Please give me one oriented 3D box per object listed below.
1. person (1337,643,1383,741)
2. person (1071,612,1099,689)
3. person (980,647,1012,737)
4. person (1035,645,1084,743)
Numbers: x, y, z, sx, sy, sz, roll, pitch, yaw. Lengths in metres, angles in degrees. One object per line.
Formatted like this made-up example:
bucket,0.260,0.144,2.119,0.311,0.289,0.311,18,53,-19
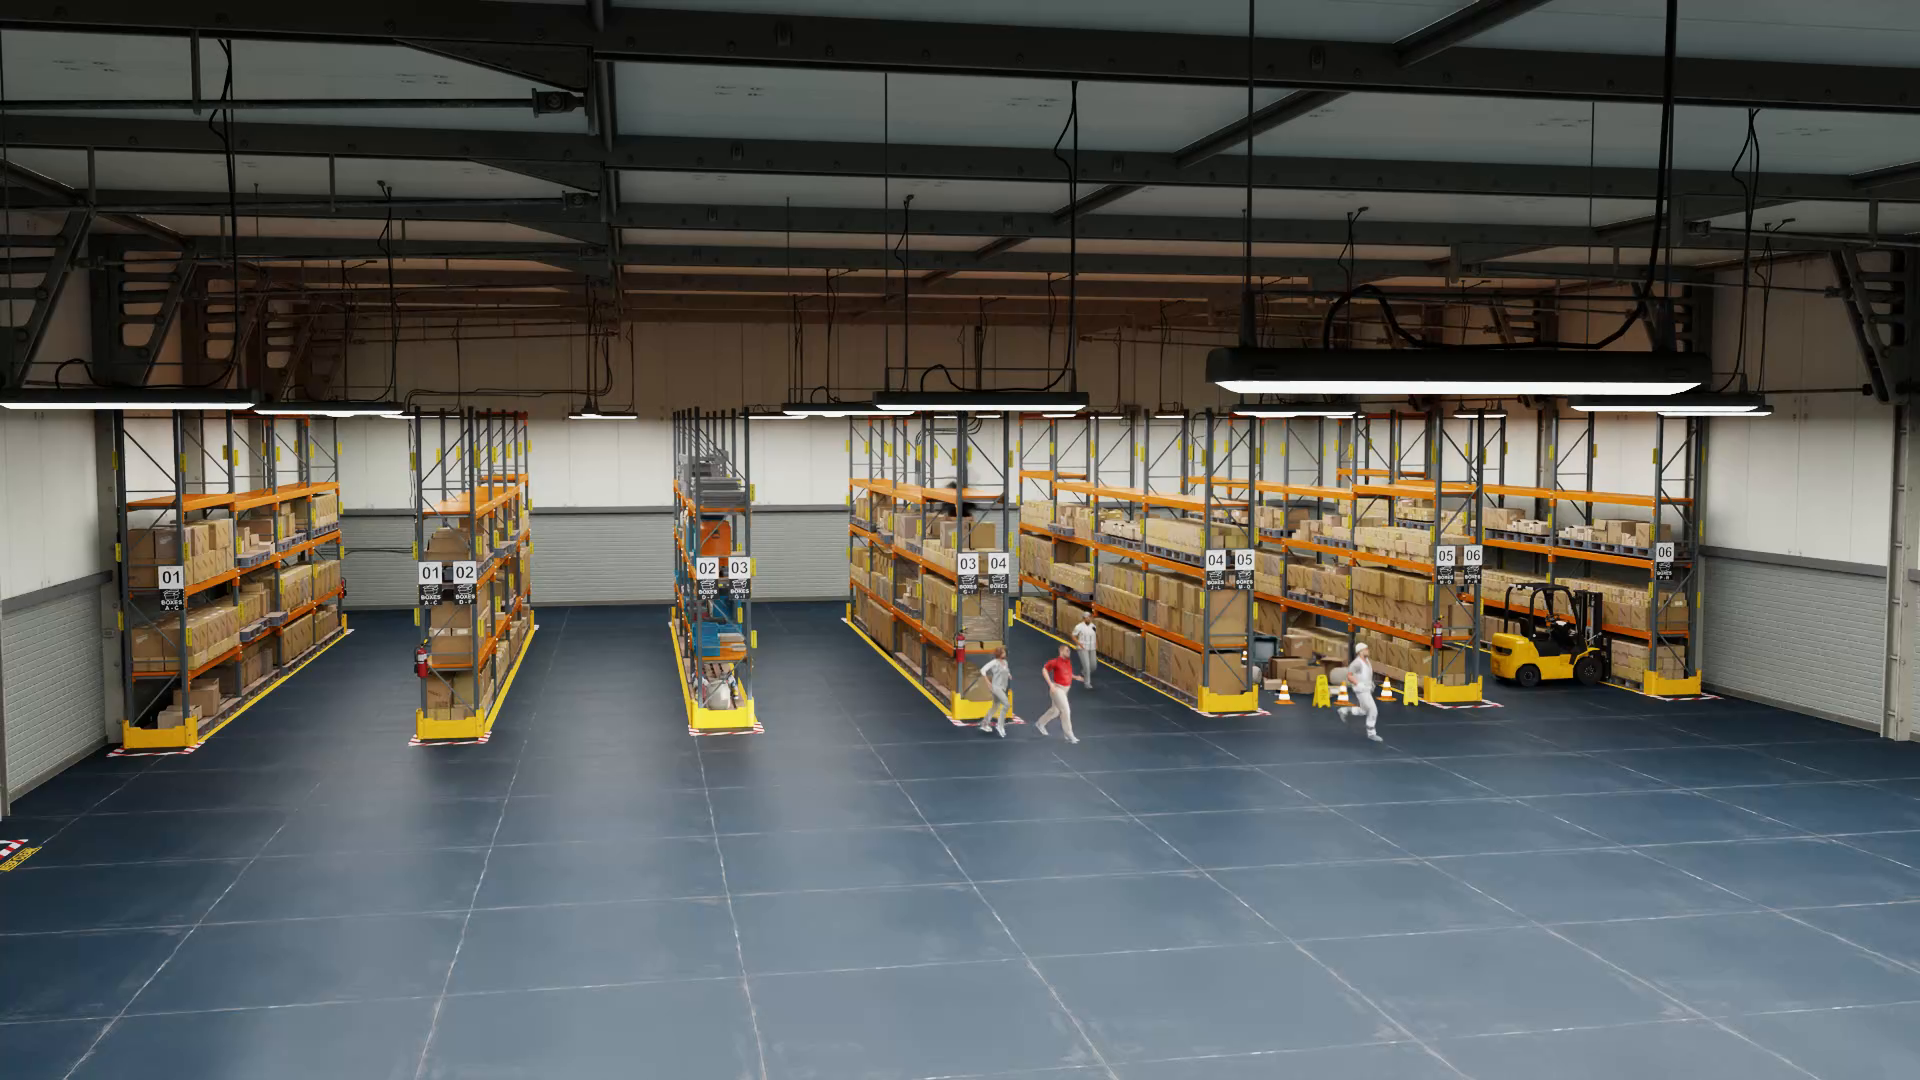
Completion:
person,7.241,2.731,30.100,0.881,1.750,0.657,2,5,31
person,2.697,2.357,35.841,0.614,1.638,0.598,-2,4,-23
person,0.683,2.764,30.460,0.636,1.614,0.533,2,4,25
person,1.758,2.743,29.907,0.972,1.745,0.618,2,5,28
